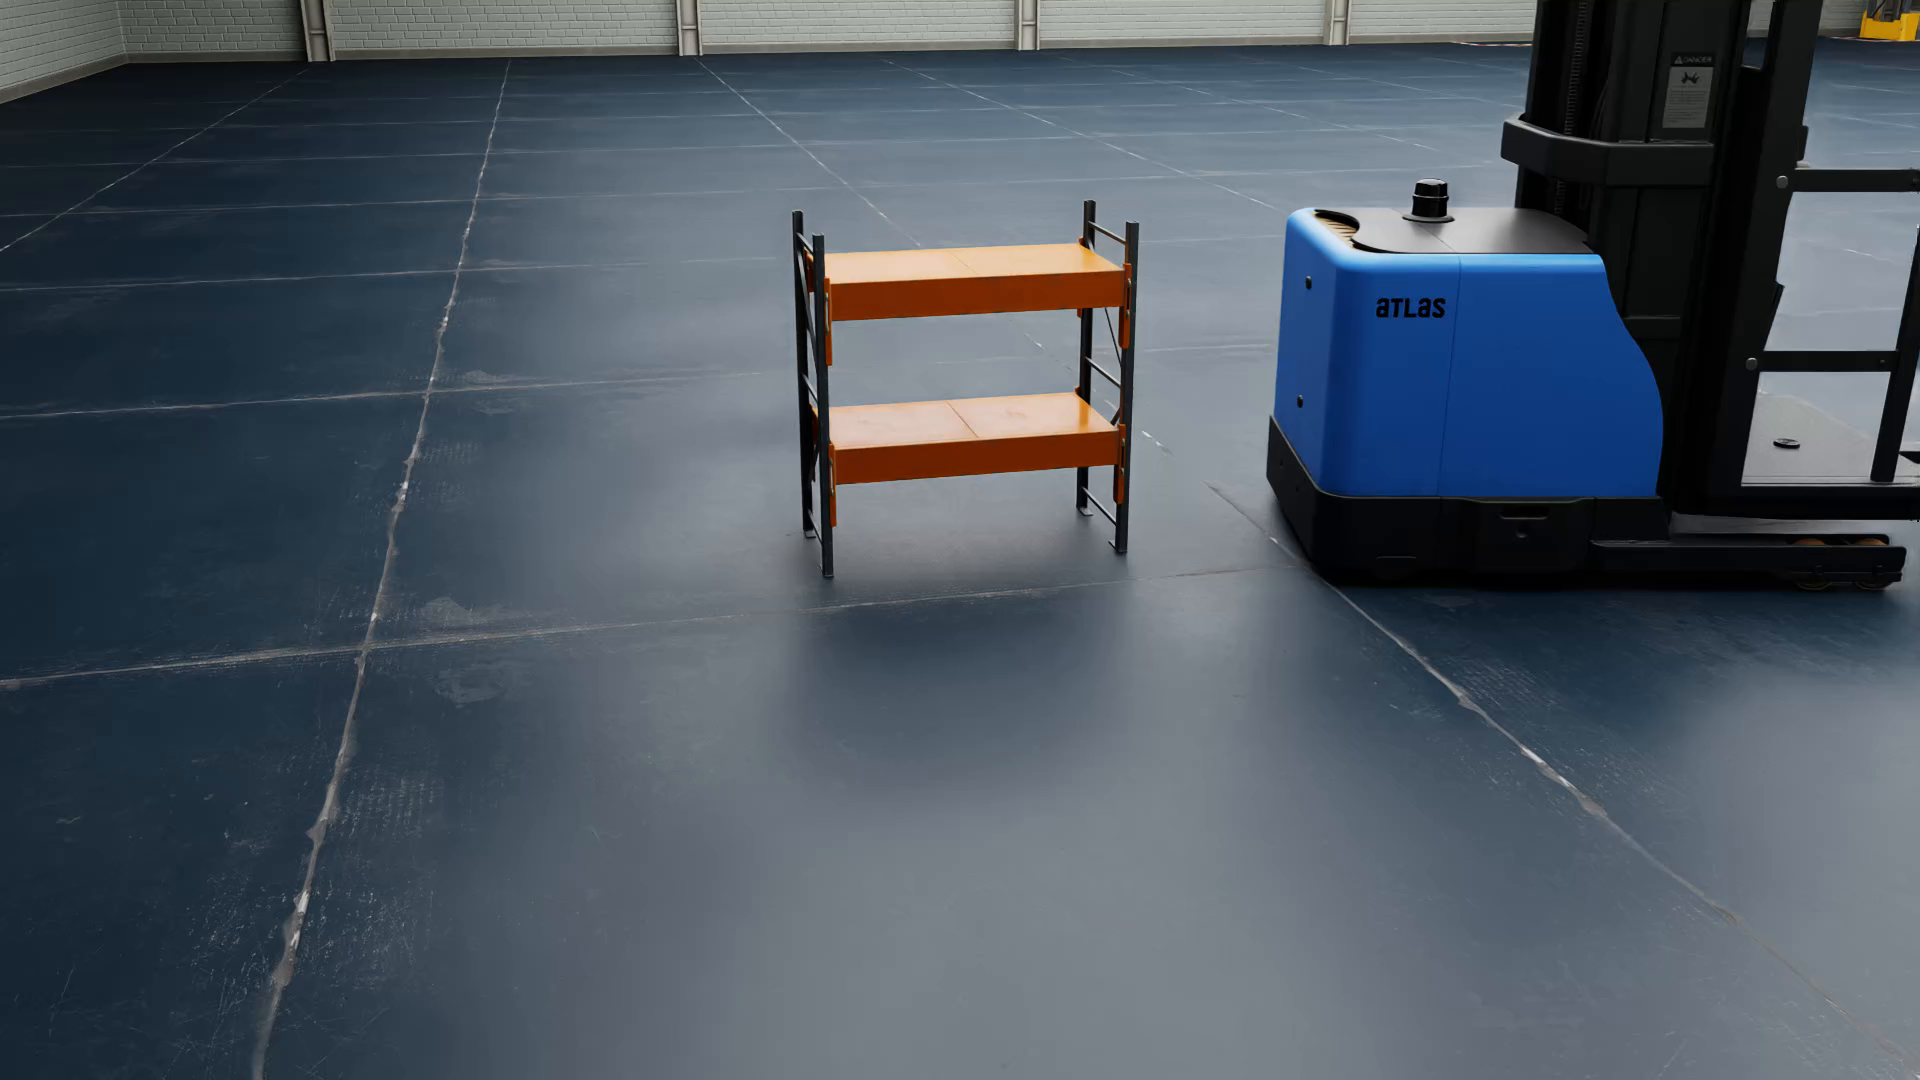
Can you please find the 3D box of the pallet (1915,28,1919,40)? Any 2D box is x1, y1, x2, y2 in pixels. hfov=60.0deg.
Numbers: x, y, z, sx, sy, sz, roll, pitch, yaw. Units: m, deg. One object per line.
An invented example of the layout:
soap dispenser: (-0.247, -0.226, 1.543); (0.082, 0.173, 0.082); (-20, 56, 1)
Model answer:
pallet: (19.109, -10.058, 32.965); (1.213, 0.211, 1.003); (-5, 21, -12)

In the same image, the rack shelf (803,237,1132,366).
rack shelf: (0.007, -0.804, 5.522); (1.000, 0.278, 0.538); (-5, 21, -12)

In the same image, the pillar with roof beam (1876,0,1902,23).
pillar with roof beam: (19.709, -13.030, 28.302); (0.400, 9.000, 9.100); (-5, 21, -12)

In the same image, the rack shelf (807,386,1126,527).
rack shelf: (0.007, -0.299, 5.707); (1.000, 0.278, 0.538); (-5, 21, -12)

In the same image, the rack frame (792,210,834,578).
rack frame: (-0.488, -0.488, 5.513); (0.032, 1.125, 0.500); (-5, 21, -12)

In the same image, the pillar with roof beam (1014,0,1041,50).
pillar with roof beam: (2.192, -11.605, 24.413); (0.400, 9.000, 9.100); (-5, 21, -12)

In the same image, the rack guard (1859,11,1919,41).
rack guard: (18.310, -10.141, 32.772); (0.348, 0.500, 1.175); (-5, 21, -12)

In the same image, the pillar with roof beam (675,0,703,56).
pillar with roof beam: (-3.647, -11.130, 23.116); (0.400, 9.000, 9.100); (-5, 21, -12)

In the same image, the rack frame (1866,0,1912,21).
rack frame: (18.236, -11.309, 32.326); (0.127, 3.000, 1.000); (-5, 21, -12)

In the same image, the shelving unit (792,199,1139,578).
shelving unit: (0.007, -0.529, 5.623); (1.048, 1.125, 0.538); (-5, 21, -12)

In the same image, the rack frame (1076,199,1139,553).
rack frame: (0.501, -0.569, 5.732); (0.032, 1.125, 0.500); (-5, 21, -12)

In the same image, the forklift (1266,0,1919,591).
forklift: (2.663, -1.396, 5.365); (3.031, 2.935, 1.130); (0, 20, 0)

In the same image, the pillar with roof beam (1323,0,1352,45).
pillar with roof beam: (8.031, -12.080, 25.709); (0.400, 9.000, 9.100); (-5, 21, -12)

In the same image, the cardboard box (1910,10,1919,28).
cardboard box: (18.930, -10.278, 32.780); (0.500, 0.311, 0.500); (-7, 21, -19)

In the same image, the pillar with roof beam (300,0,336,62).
pillar with roof beam: (-9.486, -10.655, 21.820); (0.400, 9.000, 9.100); (-5, 21, -12)
